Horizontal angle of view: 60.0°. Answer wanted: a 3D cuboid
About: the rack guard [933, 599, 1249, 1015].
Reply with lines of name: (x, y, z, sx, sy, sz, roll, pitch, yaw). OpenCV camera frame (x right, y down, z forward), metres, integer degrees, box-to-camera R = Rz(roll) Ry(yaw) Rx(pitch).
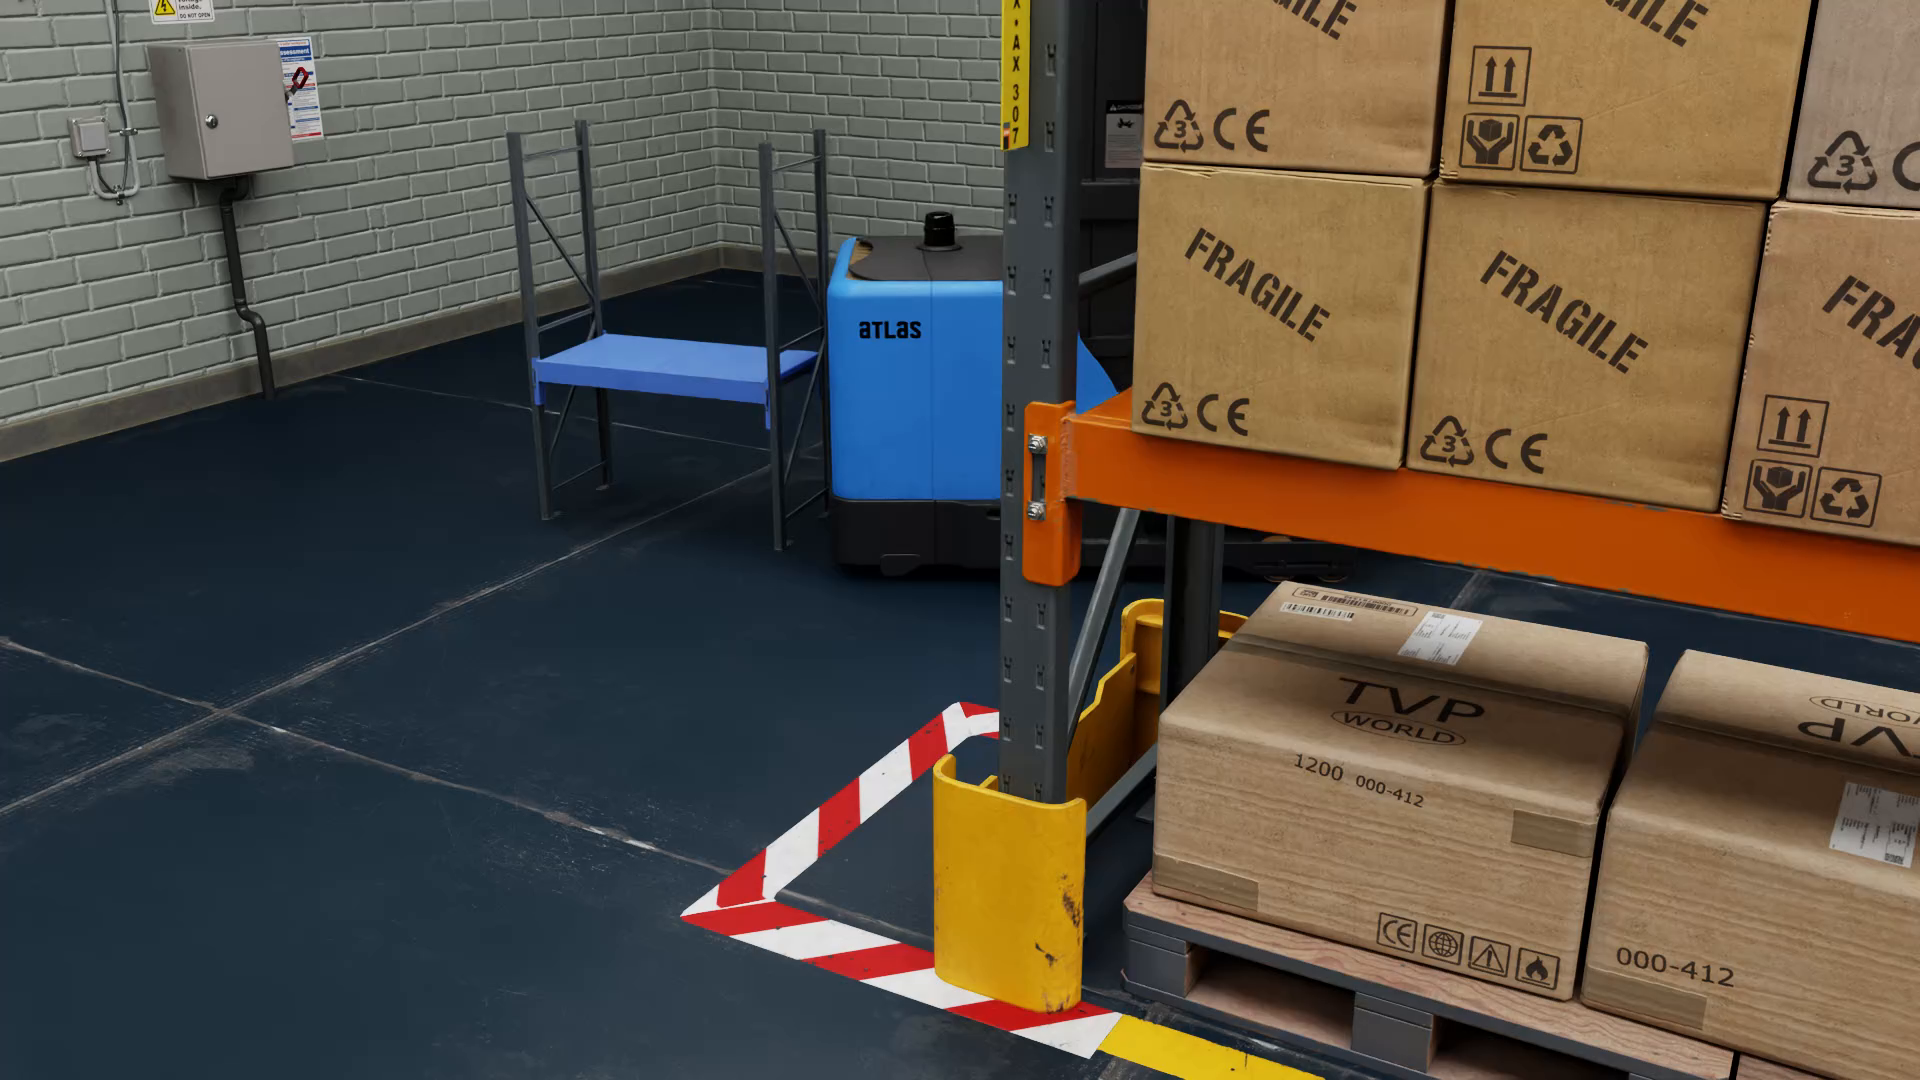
rack guard: (0.354, 0.587, 4.013, 0.348, 0.500, 1.175, 11, 23, 27)

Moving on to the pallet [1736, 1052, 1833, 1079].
pallet: (2.172, 1.040, 3.189, 1.213, 0.211, 1.003, 11, 23, 27)

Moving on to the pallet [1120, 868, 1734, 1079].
pallet: (1.111, 0.837, 3.749, 1.213, 0.211, 1.003, 11, 23, 27)

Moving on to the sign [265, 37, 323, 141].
sign: (-3.347, -2.253, 8.316, 0.001, 0.494, 0.329, 11, 23, 27)

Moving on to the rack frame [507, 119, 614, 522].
rack frame: (-1.555, -0.859, 6.533, 0.032, 1.500, 0.500, 7, 21, 19)

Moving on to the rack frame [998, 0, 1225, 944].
rack frame: (0.375, -0.584, 3.576, 0.127, 3.000, 1.000, 11, 23, 27)

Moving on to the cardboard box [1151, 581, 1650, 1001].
cardboard box: (1.000, 0.503, 3.721, 0.875, 0.438, 0.875, 10, 22, 25)

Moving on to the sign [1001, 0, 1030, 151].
sign: (0.099, -0.864, 2.962, 0.005, 0.325, 0.100, 11, 23, 27)

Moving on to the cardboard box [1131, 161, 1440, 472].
cardboard box: (0.654, -0.466, 3.103, 0.500, 0.500, 0.500, 11, 22, 27)

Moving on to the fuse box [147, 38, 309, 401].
fuse box: (-3.407, -1.510, 8.019, 0.414, 1.711, 0.539, 11, 23, 27)

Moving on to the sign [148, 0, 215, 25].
sign: (-3.615, -2.522, 7.708, 0.001, 0.242, 0.339, 11, 23, 27)

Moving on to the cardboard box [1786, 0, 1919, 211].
cardboard box: (1.563, -0.769, 2.474, 0.500, 0.500, 0.500, 11, 22, 27)

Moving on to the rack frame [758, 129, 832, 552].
rack frame: (-0.598, -0.741, 6.209, 0.032, 1.500, 0.500, 7, 21, 19)

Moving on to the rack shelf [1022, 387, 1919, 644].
rack shelf: (2.121, 0.087, 2.782, 4.000, 0.370, 1.077, 11, 23, 27)

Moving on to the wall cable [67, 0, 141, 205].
wall cable: (-3.877, -2.416, 7.138, 0.122, 1.984, 0.588, 11, 23, 27)

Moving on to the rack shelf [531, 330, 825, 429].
rack shelf: (-1.077, -0.631, 6.432, 1.000, 0.185, 0.538, 7, 21, 19)

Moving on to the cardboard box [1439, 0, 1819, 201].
cardboard box: (1.110, -0.853, 2.704, 0.500, 0.500, 0.500, 10, 22, 26)

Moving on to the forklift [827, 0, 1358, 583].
forklift: (1.041, -1.406, 5.943, 3.031, 2.935, 1.130, 0, 20, -1)

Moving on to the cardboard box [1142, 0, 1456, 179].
cardboard box: (0.655, -0.936, 2.935, 0.500, 0.500, 0.500, 10, 22, 26)

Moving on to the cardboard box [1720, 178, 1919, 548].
cardboard box: (1.545, -0.300, 2.646, 0.500, 0.500, 0.500, 11, 22, 27)

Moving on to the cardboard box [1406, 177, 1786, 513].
cardboard box: (1.109, -0.390, 2.894, 0.500, 0.500, 0.500, 10, 22, 27)

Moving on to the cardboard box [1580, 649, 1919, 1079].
cardboard box: (1.803, 0.653, 3.308, 0.875, 0.438, 0.875, 11, 23, 29)

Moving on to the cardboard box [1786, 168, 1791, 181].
cardboard box: (1.356, -0.542, 3.313, 0.500, 0.500, 0.500, 10, 22, 26)

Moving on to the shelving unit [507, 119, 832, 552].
shelving unit: (-1.077, -0.800, 6.371, 1.048, 1.500, 0.538, 7, 21, 19)
